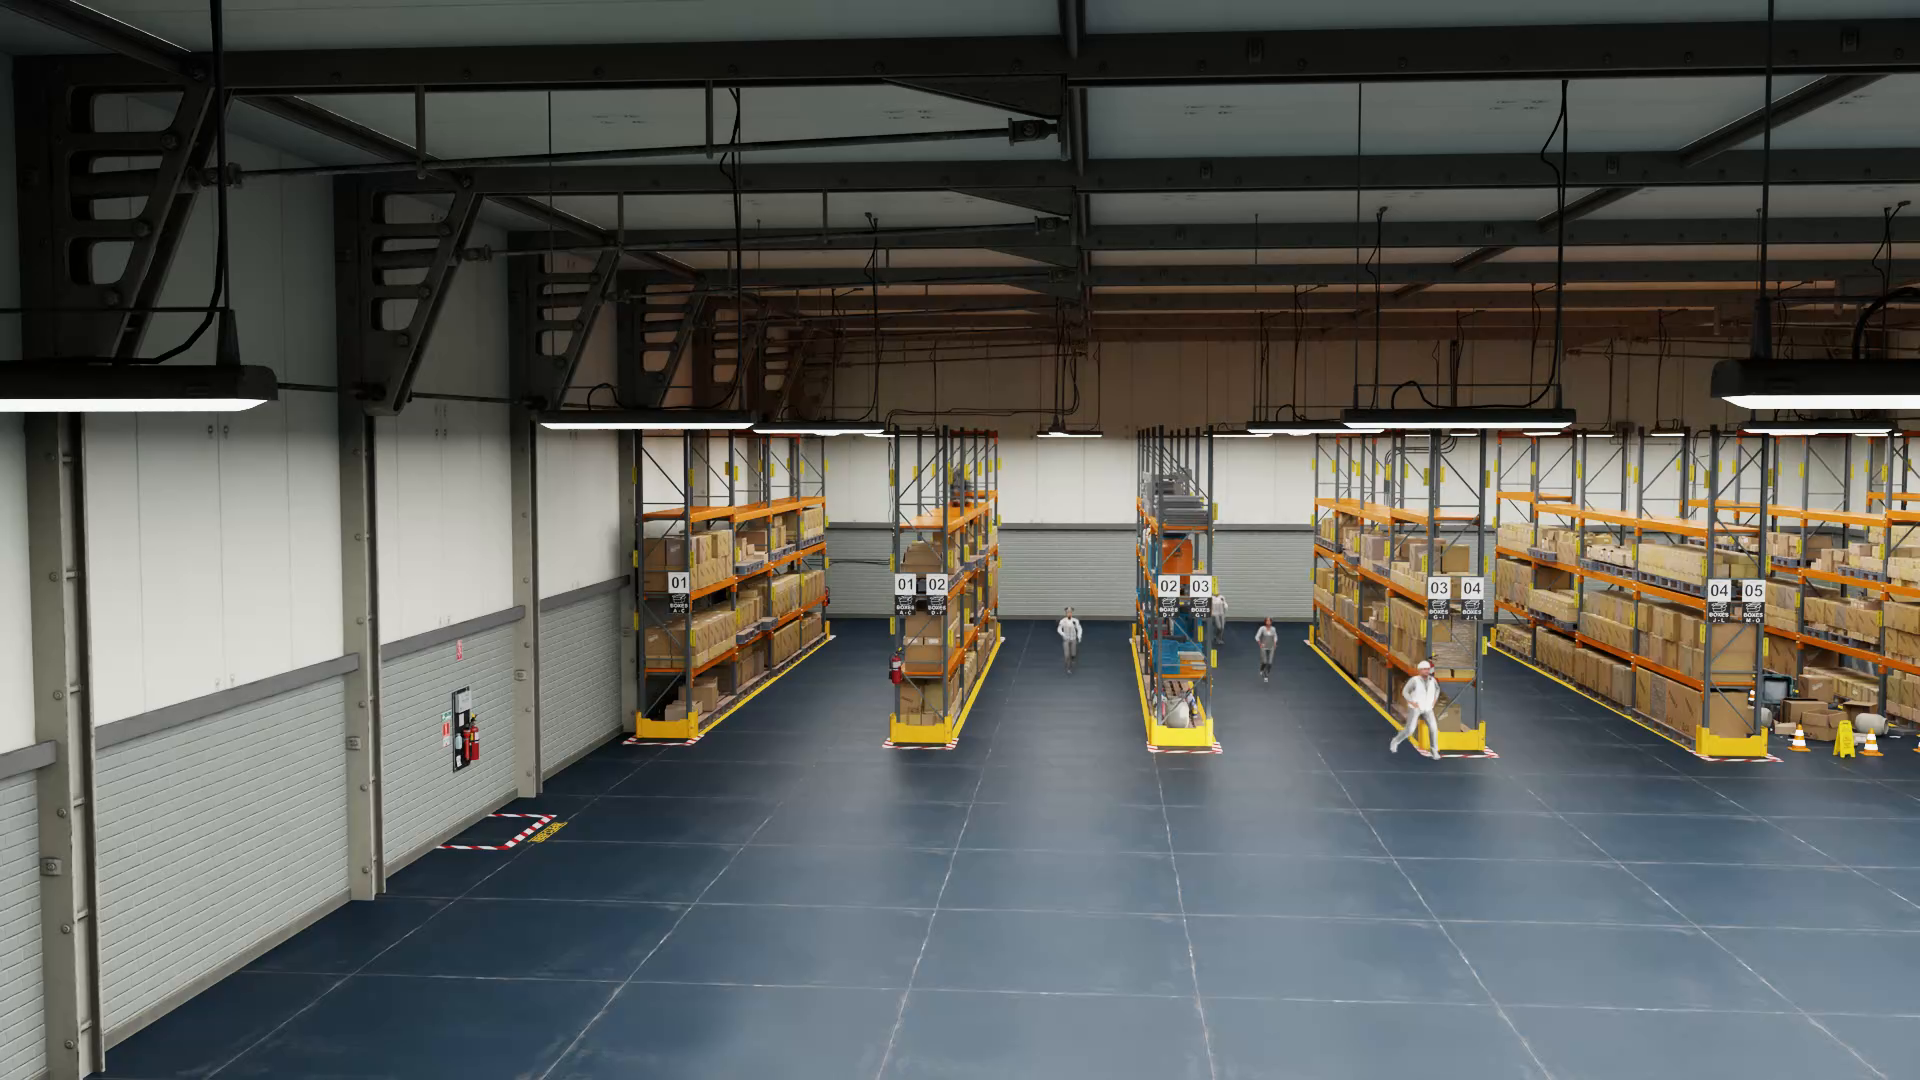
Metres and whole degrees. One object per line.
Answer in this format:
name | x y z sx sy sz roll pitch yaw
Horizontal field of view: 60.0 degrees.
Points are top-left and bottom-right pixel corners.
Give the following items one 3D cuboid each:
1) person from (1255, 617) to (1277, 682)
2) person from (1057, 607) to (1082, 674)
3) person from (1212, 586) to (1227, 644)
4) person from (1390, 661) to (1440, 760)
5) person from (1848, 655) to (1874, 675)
person | 7.248 2.585 39.242 0.516 1.554 0.529 0 3 -4
person | 2.689 2.459 40.688 0.612 1.658 0.499 0 3 2
person | 7.212 2.101 46.461 0.620 1.664 0.604 -1 4 -20
person | 8.289 3.062 30.053 0.888 1.773 0.739 -1 4 -13
person | 21.416 2.515 39.538 0.570 1.692 0.865 0 3 7
